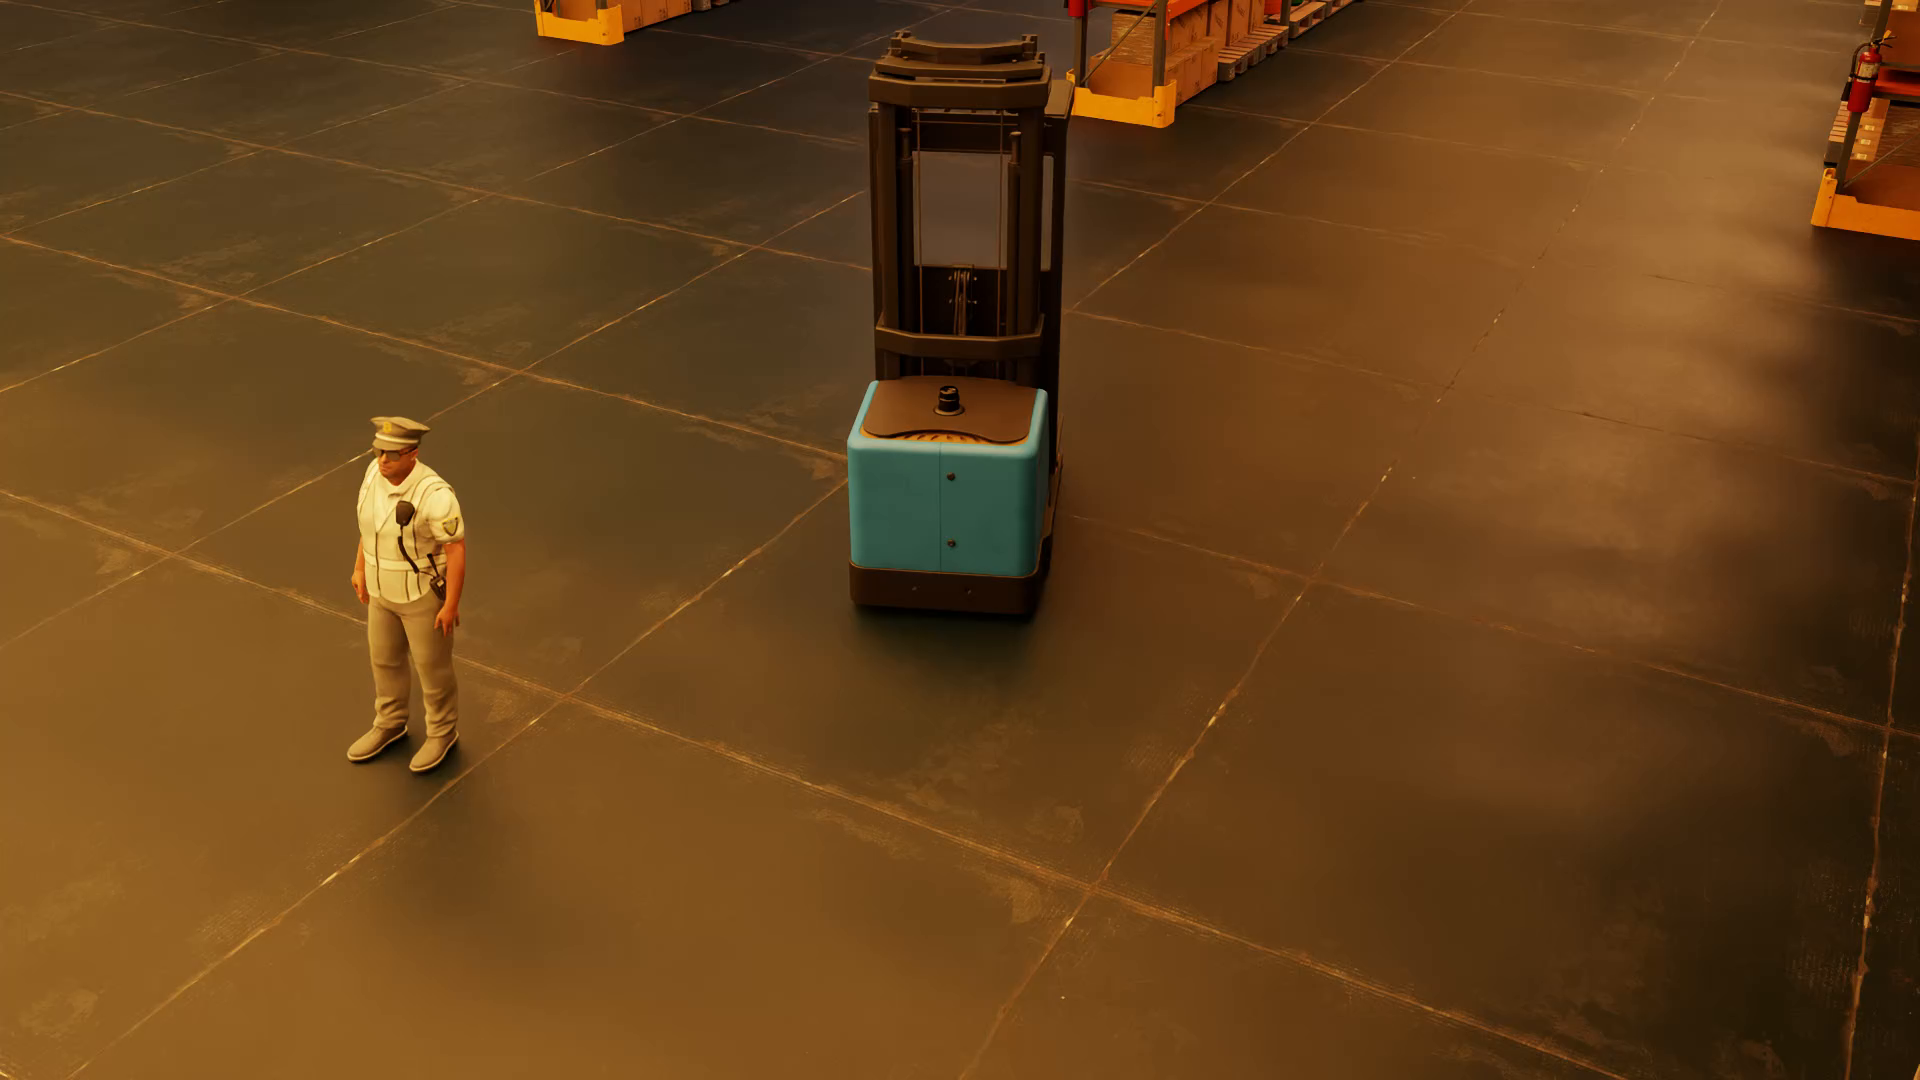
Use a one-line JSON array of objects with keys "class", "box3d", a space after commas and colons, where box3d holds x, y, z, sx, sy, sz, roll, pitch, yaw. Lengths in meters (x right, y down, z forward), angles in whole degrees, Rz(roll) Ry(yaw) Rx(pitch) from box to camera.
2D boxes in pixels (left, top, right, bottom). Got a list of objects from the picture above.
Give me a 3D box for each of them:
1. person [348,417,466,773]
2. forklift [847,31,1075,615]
[{"class": "person", "box3d": [-2.621, 0.254, 7.773, 0.628, 1.786, 0.557, 16, 33, 25]}, {"class": "forklift", "box3d": [0.072, -1.572, 9.794, 1.130, 2.935, 3.031, 3, 30, 6]}]
